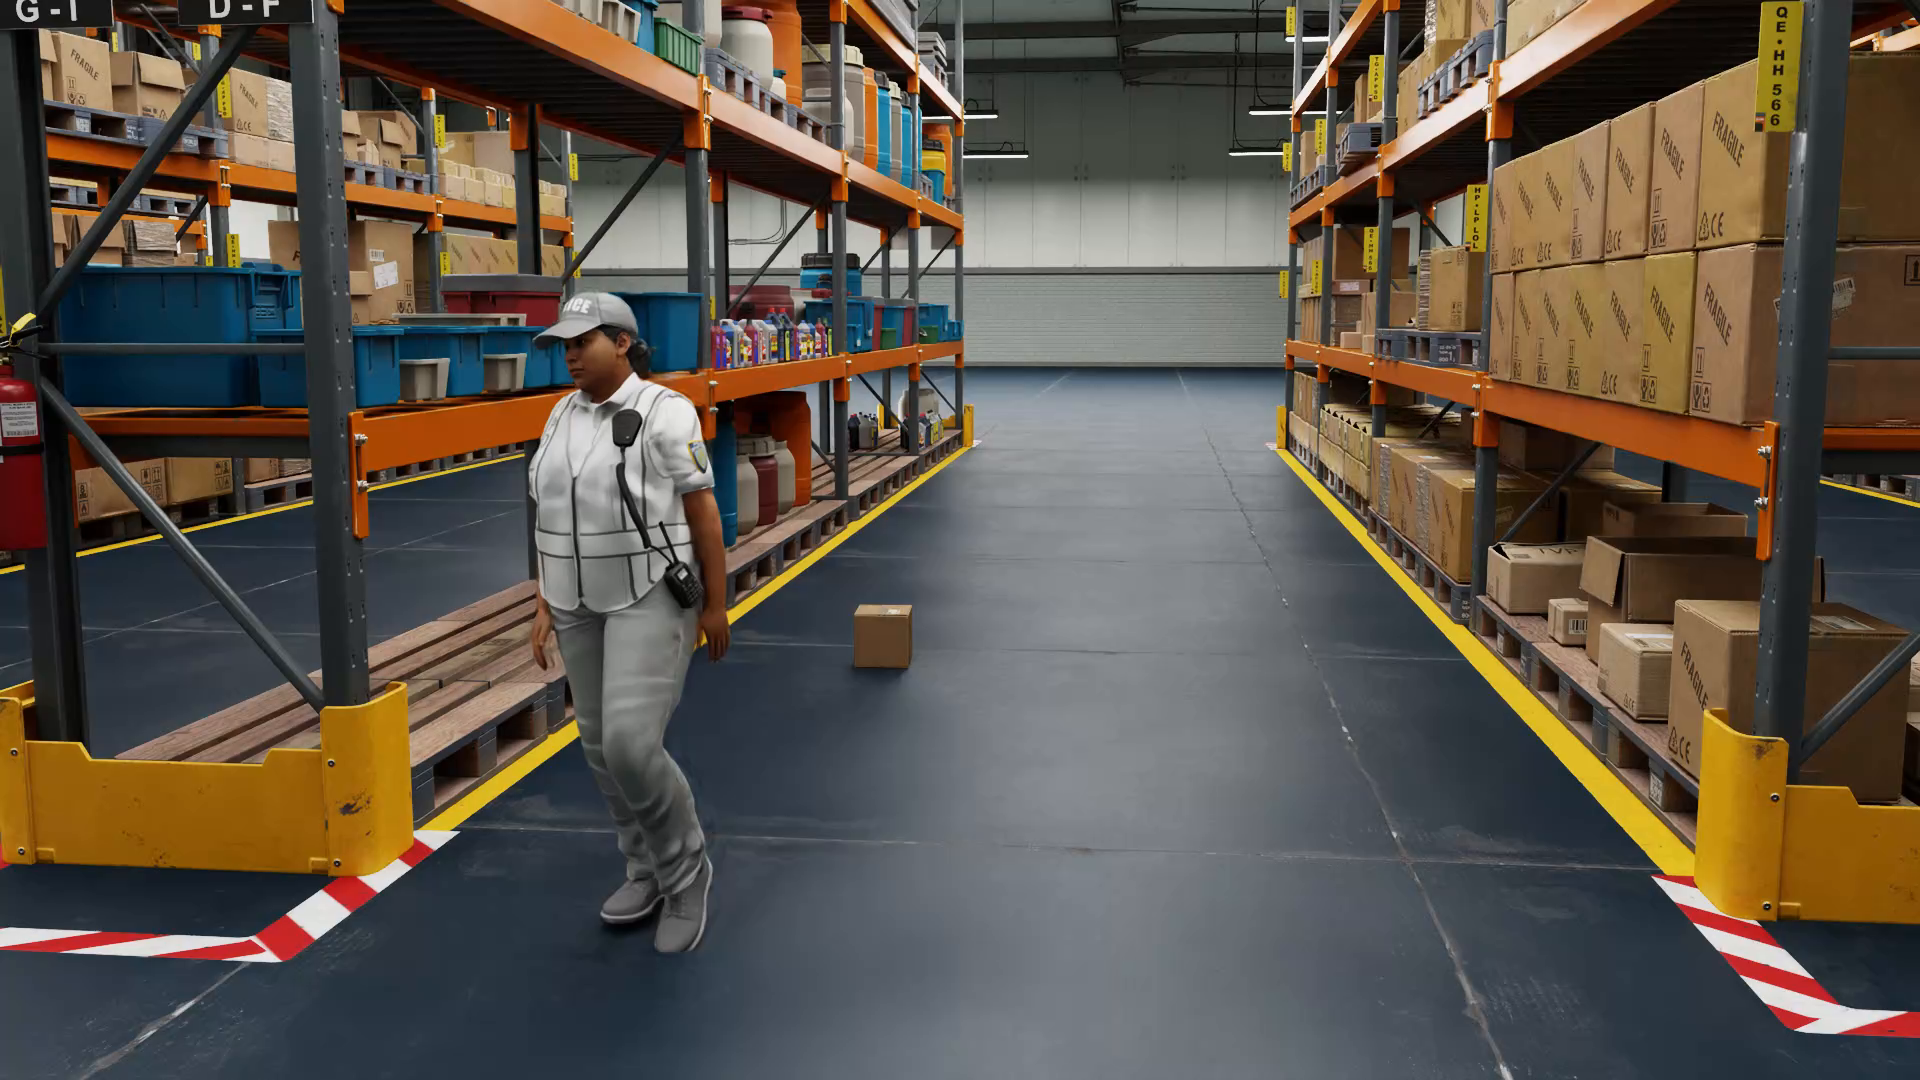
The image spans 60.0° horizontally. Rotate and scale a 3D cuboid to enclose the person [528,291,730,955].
[{"bbox_3d":[-0.888,0.216,4.297,0.524,1.702,0.471,3,8,24],"label":"person"}]
